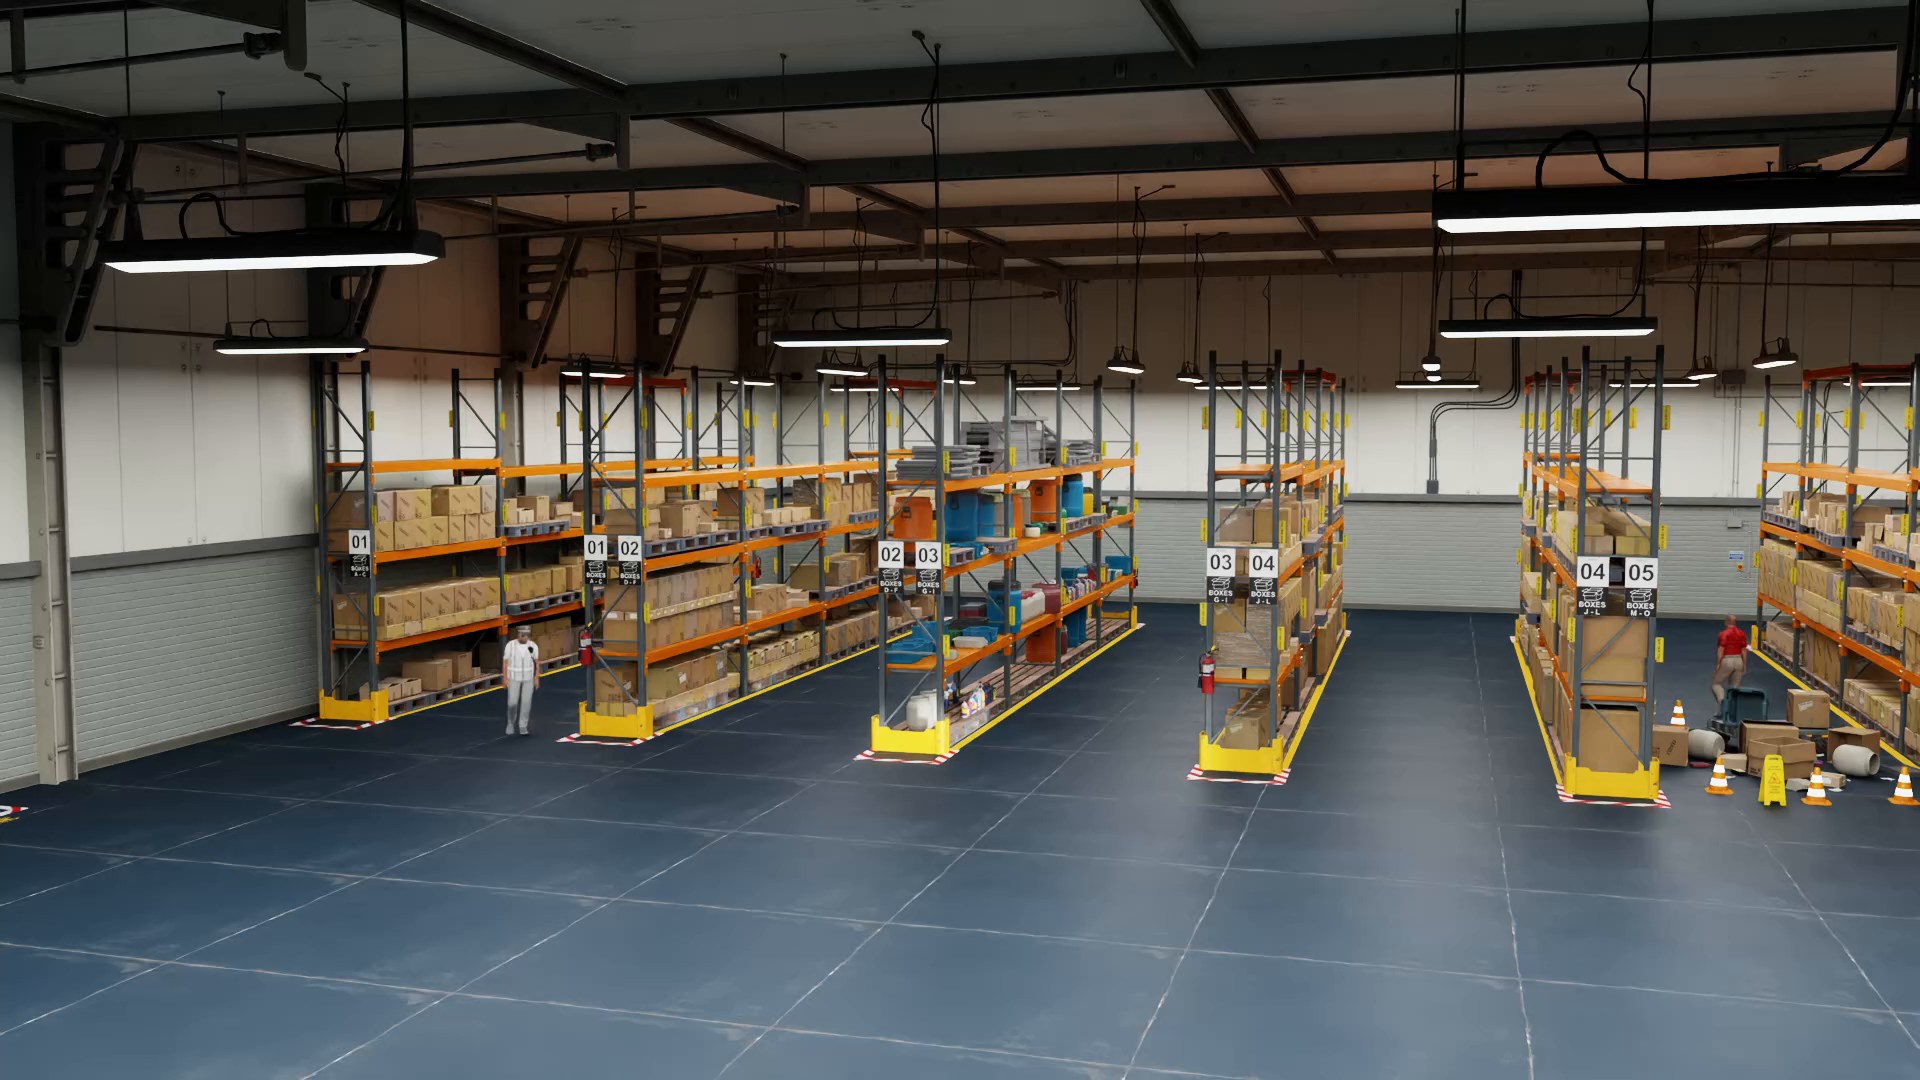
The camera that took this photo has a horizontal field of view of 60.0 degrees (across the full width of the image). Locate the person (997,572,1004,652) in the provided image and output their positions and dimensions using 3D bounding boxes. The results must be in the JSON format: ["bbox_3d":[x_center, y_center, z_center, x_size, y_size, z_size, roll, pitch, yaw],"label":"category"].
[{"bbox_3d":[1.041,1.557,36.157,0.620,1.836,0.439,-2,4,-21],"label":"person"}]

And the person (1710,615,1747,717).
[{"bbox_3d":[13.049,2.146,28.182,0.576,1.768,0.410,-1,4,-11],"label":"person"}]

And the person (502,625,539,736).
[{"bbox_3d":[-7.000,2.240,26.541,0.567,1.772,0.454,-2,5,-27],"label":"person"}]
